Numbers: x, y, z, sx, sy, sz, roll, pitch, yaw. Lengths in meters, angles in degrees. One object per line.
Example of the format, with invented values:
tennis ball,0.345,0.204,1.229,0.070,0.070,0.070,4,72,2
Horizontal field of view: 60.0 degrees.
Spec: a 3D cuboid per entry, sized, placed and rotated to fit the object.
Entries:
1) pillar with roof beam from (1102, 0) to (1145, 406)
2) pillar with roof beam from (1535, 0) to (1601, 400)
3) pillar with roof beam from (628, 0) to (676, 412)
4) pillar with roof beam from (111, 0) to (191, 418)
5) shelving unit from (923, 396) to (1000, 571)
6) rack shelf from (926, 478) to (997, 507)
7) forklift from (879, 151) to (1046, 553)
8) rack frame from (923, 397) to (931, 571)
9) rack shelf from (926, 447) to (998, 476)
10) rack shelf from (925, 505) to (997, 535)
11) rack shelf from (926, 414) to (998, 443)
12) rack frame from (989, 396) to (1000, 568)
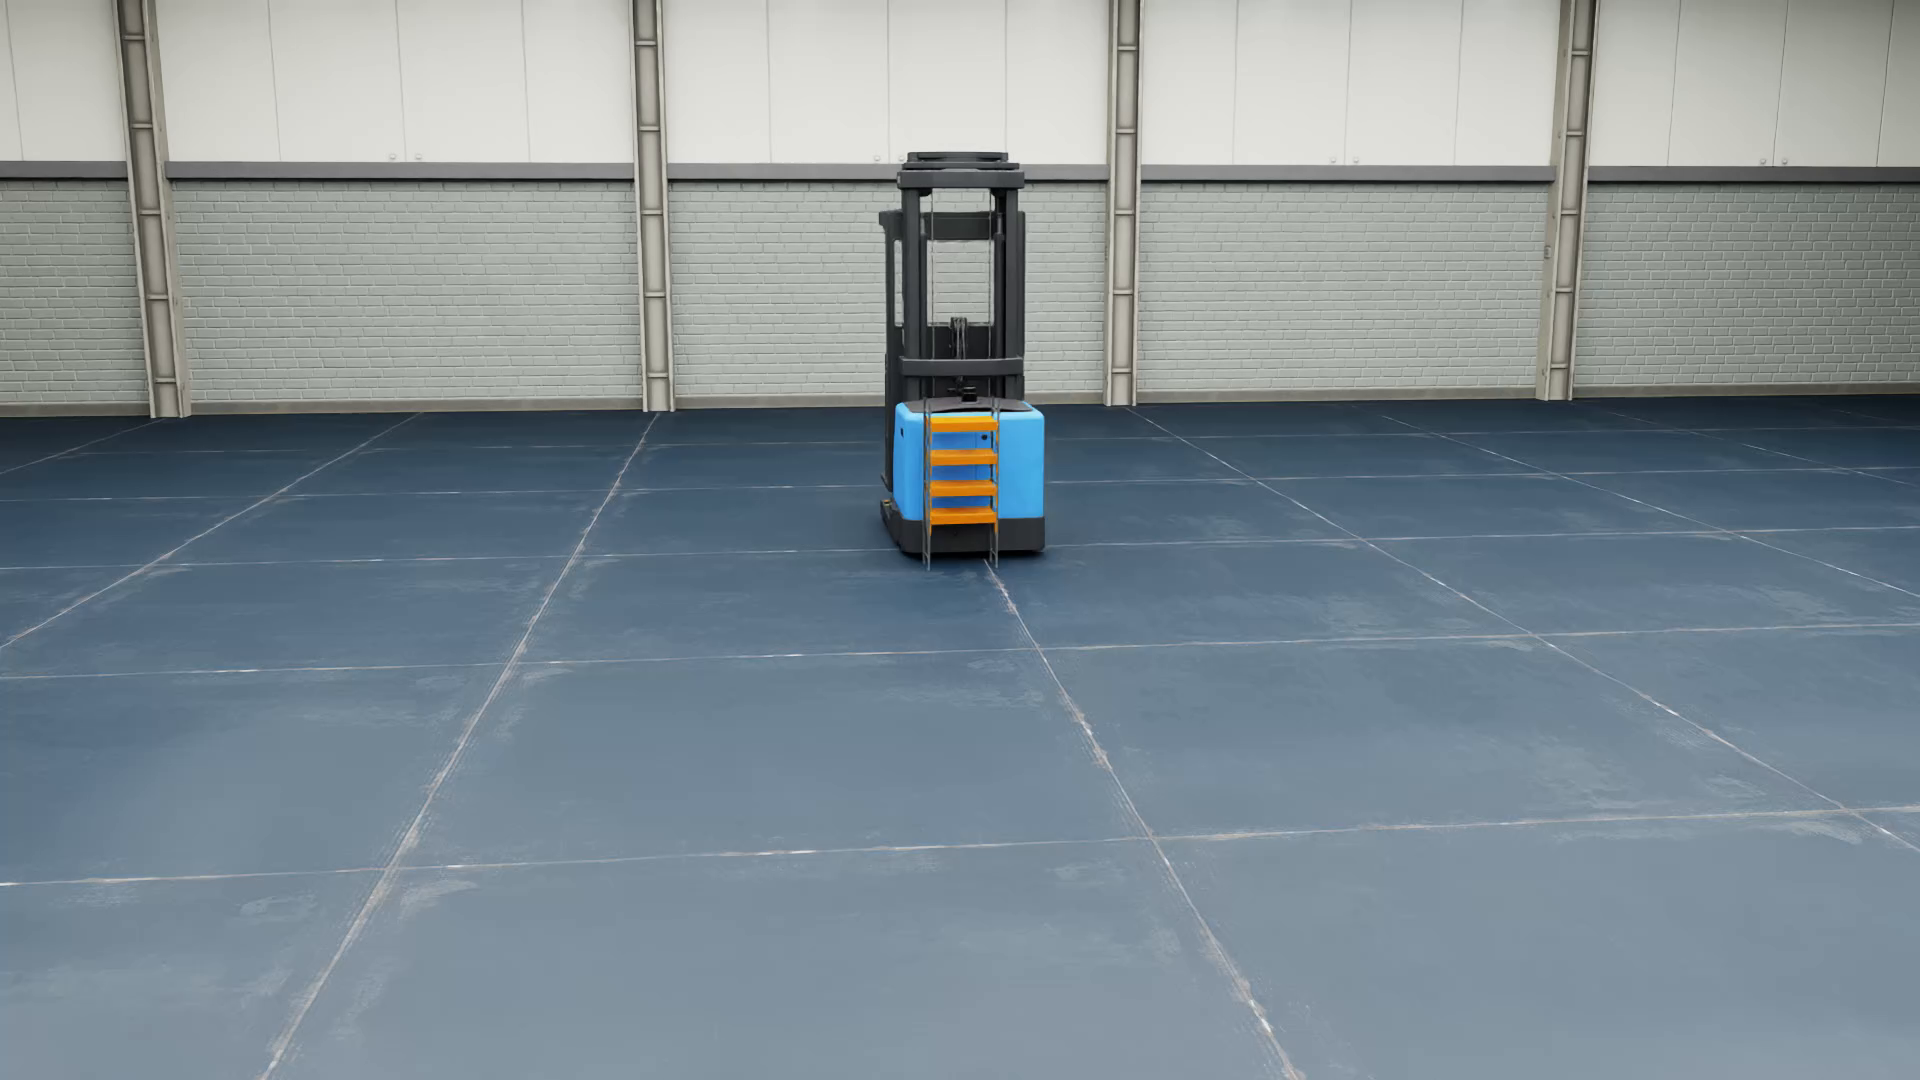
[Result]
pillar with roof beam,2.571,-5.383,16.922,0.400,9.000,9.100,-1,11,-6
pillar with roof beam,8.536,-5.508,17.558,0.400,9.000,9.100,-1,11,-6
pillar with roof beam,-3.394,-5.258,16.286,0.400,9.000,9.100,-1,11,-6
pillar with roof beam,-9.359,-5.133,15.650,0.400,9.000,9.100,-1,11,-6
shelving unit,0.006,-0.403,11.770,0.503,1.200,0.258,-2,14,-10
rack shelf,0.005,-0.338,11.786,0.480,0.148,0.258,-2,14,-10
forklift,-0.065,-1.574,13.279,1.130,2.935,3.031,-1,11,-7
rack frame,-0.235,-0.395,11.729,0.015,1.200,0.240,-2,14,-10
rack shelf,0.007,-0.554,11.731,0.480,0.148,0.258,-2,14,-10
rack shelf,0.003,-0.145,11.835,0.480,0.148,0.258,-2,14,-10
rack shelf,0.009,-0.784,11.673,0.480,0.148,0.258,-2,14,-10
rack frame,0.246,-0.411,11.811,0.015,1.200,0.240,-2,14,-10
